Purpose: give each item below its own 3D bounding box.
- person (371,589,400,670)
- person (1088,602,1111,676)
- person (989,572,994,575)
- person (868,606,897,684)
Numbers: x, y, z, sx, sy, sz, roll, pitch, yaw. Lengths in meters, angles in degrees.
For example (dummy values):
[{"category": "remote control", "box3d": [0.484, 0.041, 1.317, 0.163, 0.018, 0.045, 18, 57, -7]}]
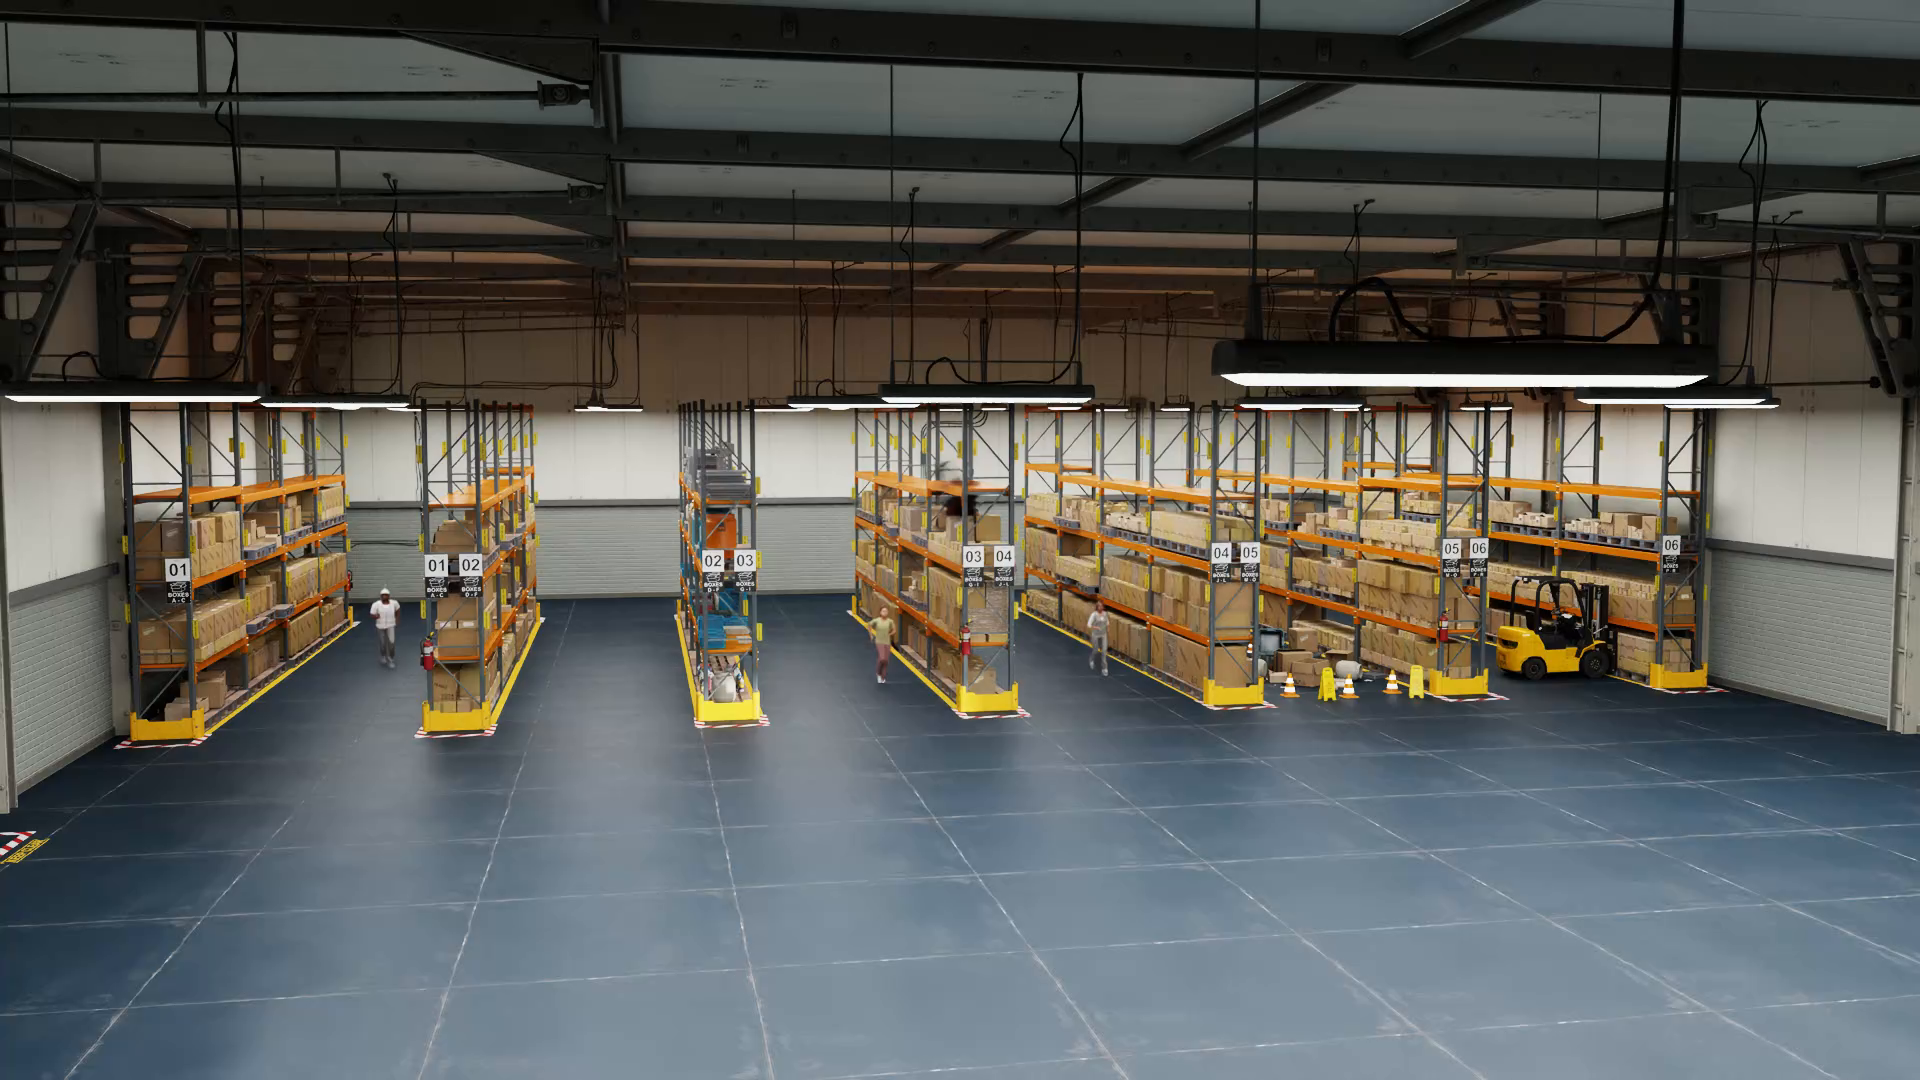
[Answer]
[{"category": "person", "box3d": [-13.001, 1.993, 37.647, 0.644, 1.800, 0.872, -2, 5, -21]}, {"category": "person", "box3d": [3.075, 2.161, 36.608, 0.557, 1.582, 0.883, -1, 4, -16]}, {"category": "person", "box3d": [0.687, 1.200, 48.464, 0.724, 1.699, 0.628, 1, 4, 16]}, {"category": "person", "box3d": [-1.615, 2.221, 35.273, 0.563, 1.645, 0.609, -2, 5, -20]}]
